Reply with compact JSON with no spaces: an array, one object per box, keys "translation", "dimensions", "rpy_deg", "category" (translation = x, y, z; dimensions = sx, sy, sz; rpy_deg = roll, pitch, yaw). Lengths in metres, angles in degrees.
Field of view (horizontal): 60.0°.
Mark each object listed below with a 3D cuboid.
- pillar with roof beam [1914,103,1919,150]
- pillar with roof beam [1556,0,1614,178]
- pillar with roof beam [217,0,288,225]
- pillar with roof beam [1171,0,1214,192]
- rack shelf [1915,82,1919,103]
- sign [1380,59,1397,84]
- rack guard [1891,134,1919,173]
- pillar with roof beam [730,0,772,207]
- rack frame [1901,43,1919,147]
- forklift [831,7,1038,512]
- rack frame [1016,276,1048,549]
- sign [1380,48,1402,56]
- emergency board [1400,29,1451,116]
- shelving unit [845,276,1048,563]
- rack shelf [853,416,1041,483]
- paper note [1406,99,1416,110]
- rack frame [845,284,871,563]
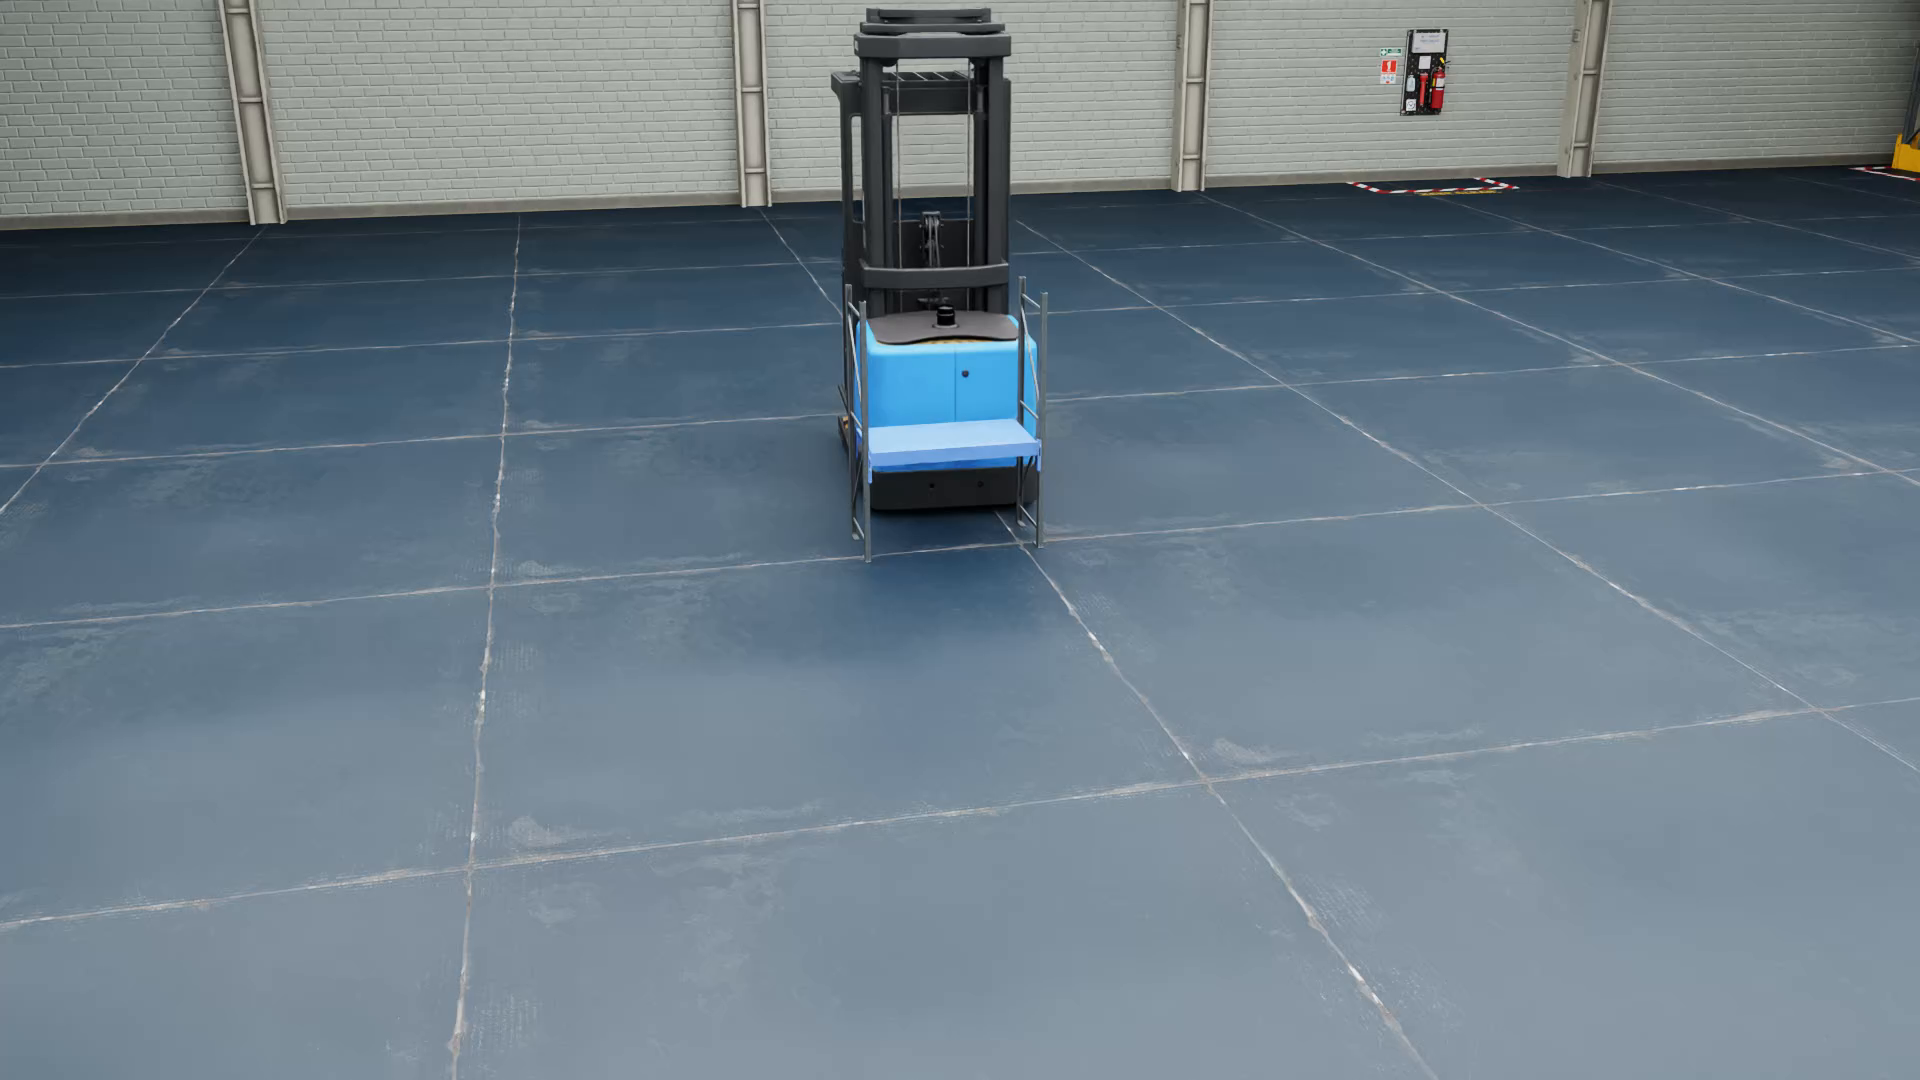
[{"translation":[15.826,-8.604,20.219],"dimensions":[0.400,9.000,9.100],"rpy_deg":[-5,21,-12],"category":"pillar with roof beam"},{"translation":[9.987,-8.129,18.923],"dimensions":[0.400,9.000,9.100],"rpy_deg":[-5,21,-12],"category":"pillar with roof beam"},{"translation":[-7.530,-6.704,15.033],"dimensions":[0.400,9.000,9.100],"rpy_deg":[-5,21,-12],"category":"pillar with roof beam"},{"translation":[4.148,-7.654,17.626],"dimensions":[0.400,9.000,9.100],"rpy_deg":[-5,21,-12],"category":"pillar with roof beam"},{"translation":[16.300,-6.703,24.799],"dimensions":[4.000,0.370,1.077],"rpy_deg":[-5,21,-12],"category":"rack shelf"},{"translation":[6.021,-6.578,23.358],"dimensions":[0.234,0.329,0.001],"rpy_deg":[-5,21,-12],"category":"sign"},{"translation":[14.428,-5.715,24.689],"dimensions":[0.348,0.500,1.175],"rpy_deg":[-5,21,-12],"category":"rack guard"},{"translation":[-1.691,-7.179,16.330],"dimensions":[0.400,9.000,9.100],"rpy_deg":[-5,21,-12],"category":"pillar with roof beam"},{"translation":[14.354,-6.883,24.243],"dimensions":[0.127,3.000,1.000],"rpy_deg":[-5,21,-12],"category":"rack frame"},{"translation":[-0.252,-2.014,11.053],"dimensions":[1.130,2.935,3.031],"rpy_deg":[-3,20,-8],"category":"forklift"},{"translation":[0.412,-0.738,9.648],"dimensions":[0.032,1.500,0.500],"rpy_deg":[-5,21,-12],"category":"rack frame"},{"translation":[6.028,-6.824,23.259],"dimensions":[0.331,0.109,0.001],"rpy_deg":[-5,21,-12],"category":"sign"},{"translation":[6.583,-6.570,23.389],"dimensions":[0.643,1.169,0.194],"rpy_deg":[-5,21,-12],"category":"emergency board"},{"translation":[-0.083,-0.697,9.538],"dimensions":[1.048,1.500,0.538],"rpy_deg":[-5,21,-12],"category":"shelving unit"},{"translation":[-0.083,-0.529,9.600],"dimensions":[1.000,0.185,0.538],"rpy_deg":[-5,21,-12],"category":"rack shelf"},{"translation":[6.395,-6.165,23.565],"dimensions":[0.142,0.148,0.016],"rpy_deg":[-5,21,-12],"category":"paper note"},{"translation":[-0.578,-0.657,9.428],"dimensions":[0.032,1.500,0.500],"rpy_deg":[-5,21,-12],"category":"rack frame"}]
